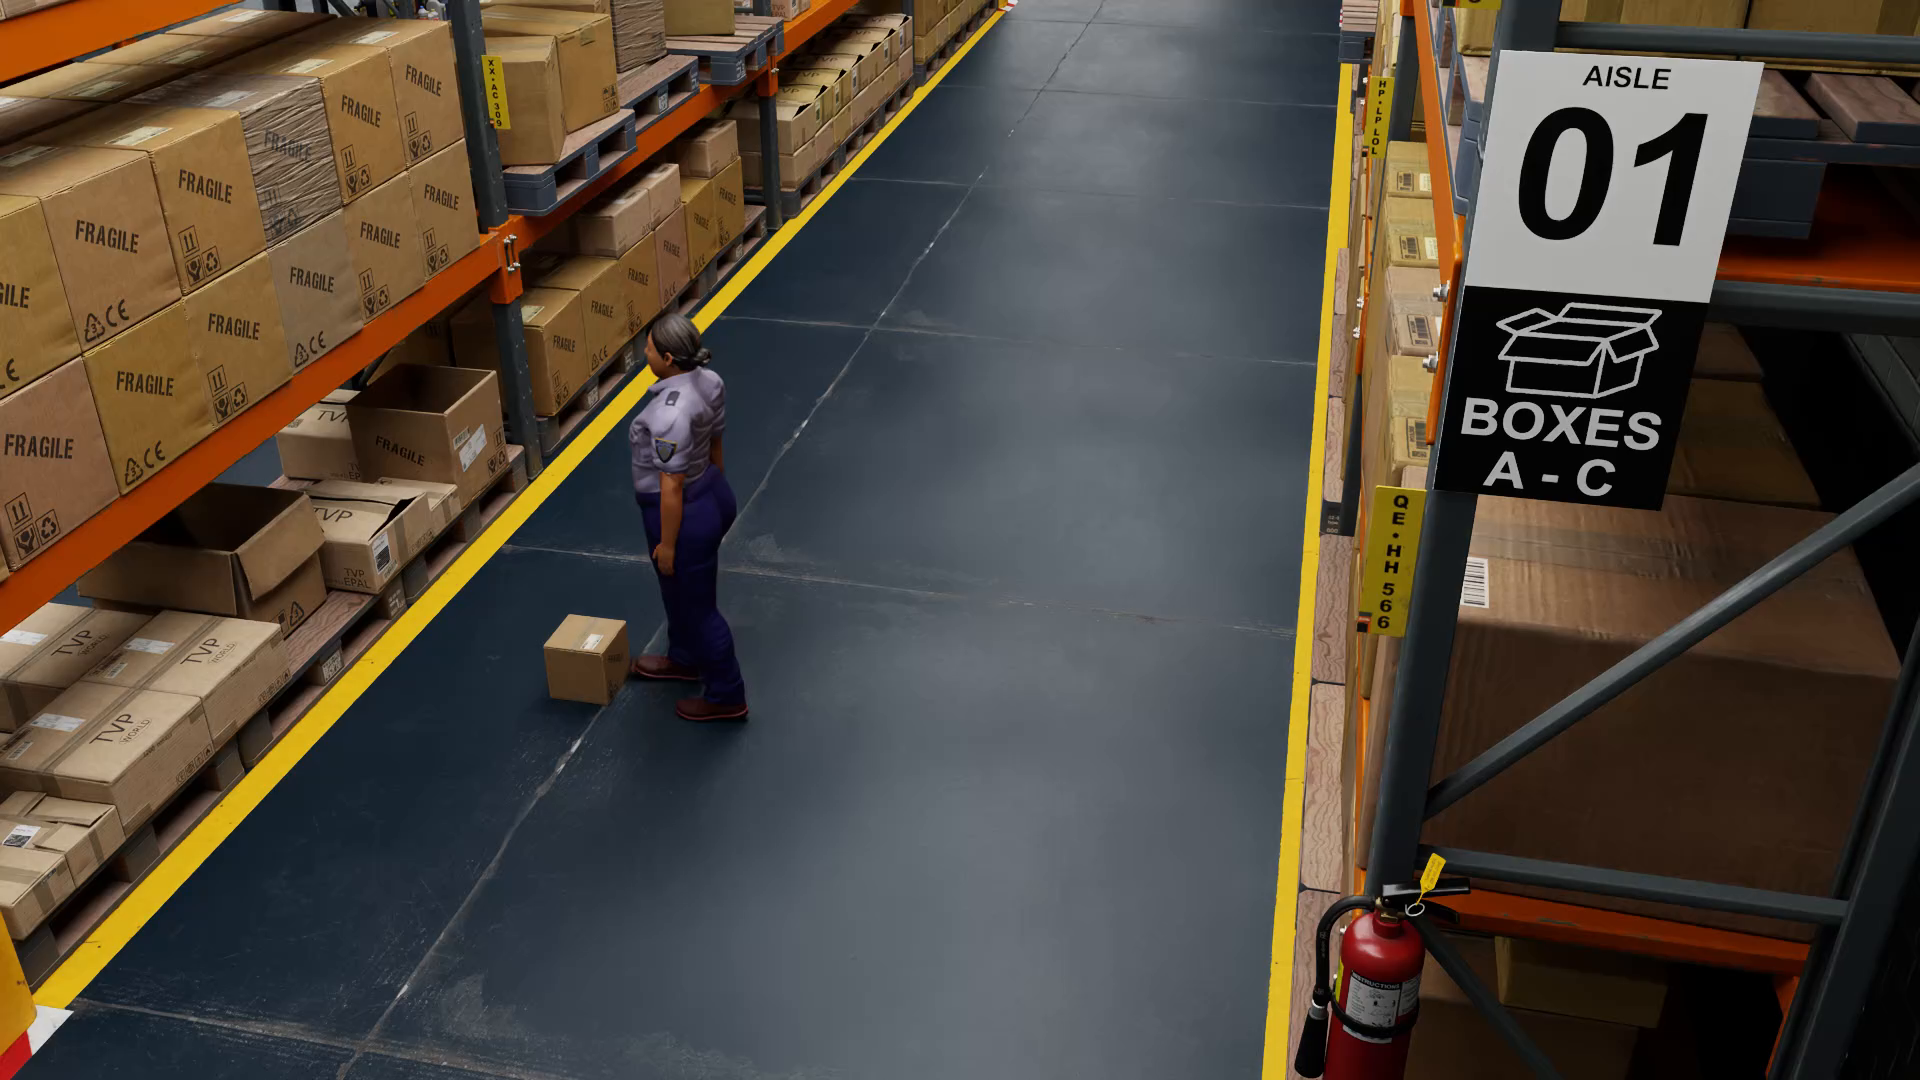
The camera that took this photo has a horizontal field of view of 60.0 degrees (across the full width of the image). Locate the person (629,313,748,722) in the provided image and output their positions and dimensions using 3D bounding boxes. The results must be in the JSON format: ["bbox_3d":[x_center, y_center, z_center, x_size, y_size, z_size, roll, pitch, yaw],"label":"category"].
[{"bbox_3d":[-1.089,-0.082,6.297,0.561,1.643,0.477,6,30,11],"label":"person"}]
